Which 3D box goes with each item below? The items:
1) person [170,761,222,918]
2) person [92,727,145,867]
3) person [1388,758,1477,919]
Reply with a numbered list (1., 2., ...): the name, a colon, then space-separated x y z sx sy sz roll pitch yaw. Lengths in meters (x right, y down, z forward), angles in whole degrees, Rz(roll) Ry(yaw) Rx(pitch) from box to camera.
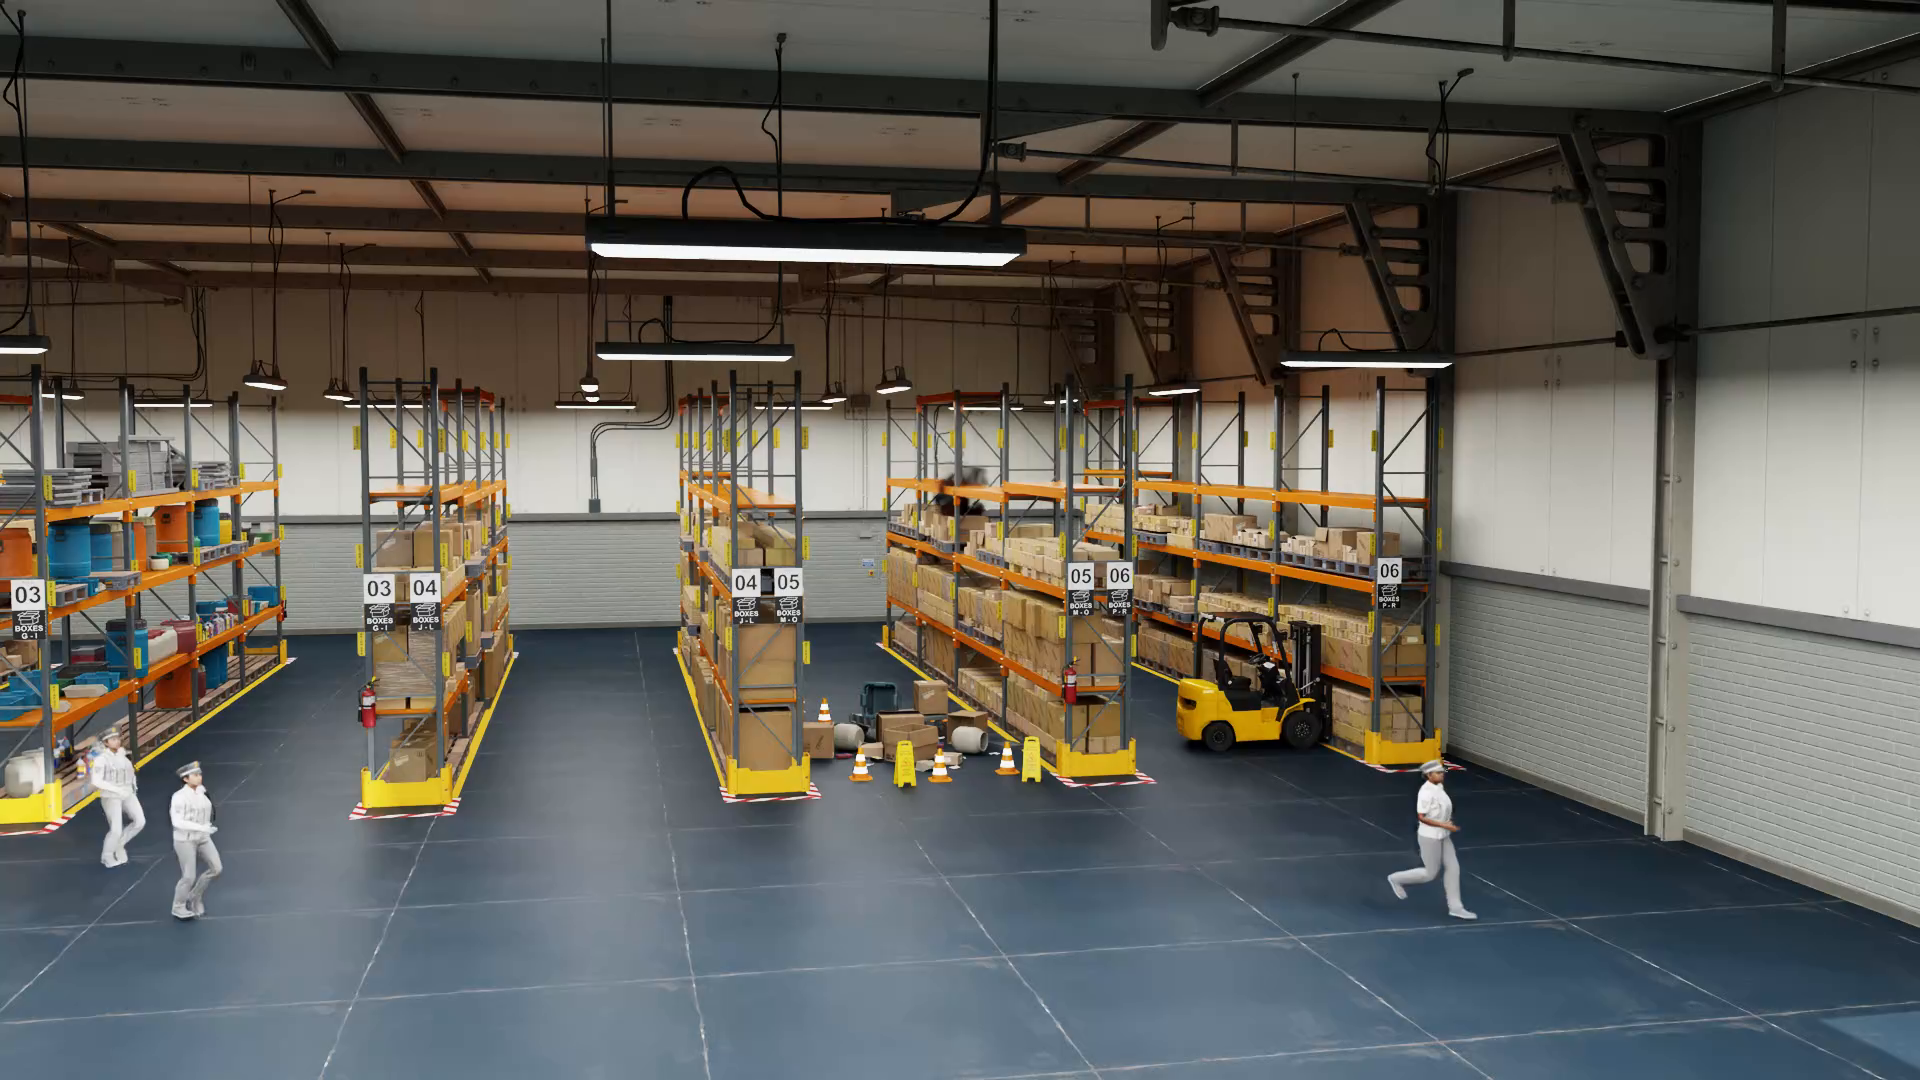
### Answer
1. person: -7.959 3.127 17.362 0.618 1.671 0.635 1 4 17
2. person: -9.867 3.008 19.522 0.575 1.656 0.627 2 4 25
3. person: 5.008 3.119 17.543 0.934 1.666 0.595 3 4 37
